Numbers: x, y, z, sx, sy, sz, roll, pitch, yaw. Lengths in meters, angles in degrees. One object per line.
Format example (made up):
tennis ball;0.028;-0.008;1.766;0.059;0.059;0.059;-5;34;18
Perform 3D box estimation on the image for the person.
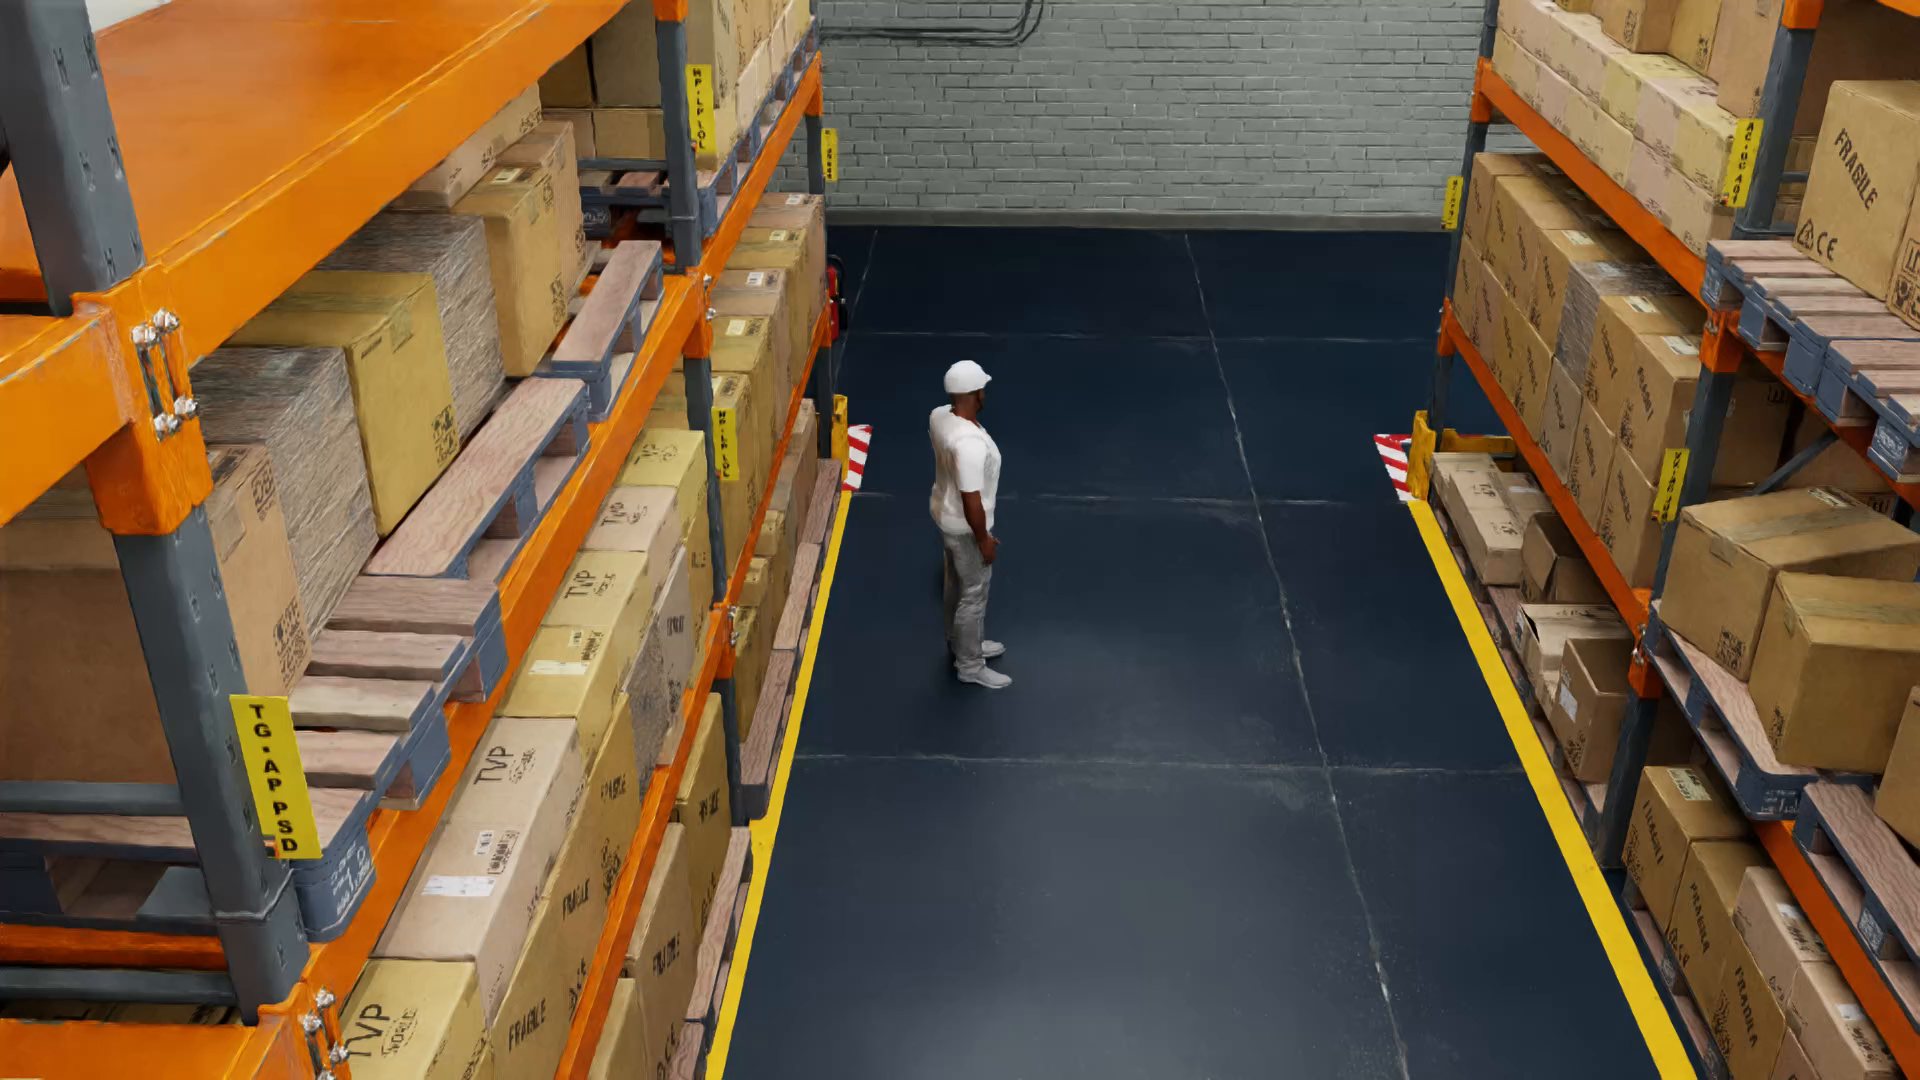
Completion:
person;0.057;-0.096;8.768;0.413;1.804;0.615;-7;29;-13
